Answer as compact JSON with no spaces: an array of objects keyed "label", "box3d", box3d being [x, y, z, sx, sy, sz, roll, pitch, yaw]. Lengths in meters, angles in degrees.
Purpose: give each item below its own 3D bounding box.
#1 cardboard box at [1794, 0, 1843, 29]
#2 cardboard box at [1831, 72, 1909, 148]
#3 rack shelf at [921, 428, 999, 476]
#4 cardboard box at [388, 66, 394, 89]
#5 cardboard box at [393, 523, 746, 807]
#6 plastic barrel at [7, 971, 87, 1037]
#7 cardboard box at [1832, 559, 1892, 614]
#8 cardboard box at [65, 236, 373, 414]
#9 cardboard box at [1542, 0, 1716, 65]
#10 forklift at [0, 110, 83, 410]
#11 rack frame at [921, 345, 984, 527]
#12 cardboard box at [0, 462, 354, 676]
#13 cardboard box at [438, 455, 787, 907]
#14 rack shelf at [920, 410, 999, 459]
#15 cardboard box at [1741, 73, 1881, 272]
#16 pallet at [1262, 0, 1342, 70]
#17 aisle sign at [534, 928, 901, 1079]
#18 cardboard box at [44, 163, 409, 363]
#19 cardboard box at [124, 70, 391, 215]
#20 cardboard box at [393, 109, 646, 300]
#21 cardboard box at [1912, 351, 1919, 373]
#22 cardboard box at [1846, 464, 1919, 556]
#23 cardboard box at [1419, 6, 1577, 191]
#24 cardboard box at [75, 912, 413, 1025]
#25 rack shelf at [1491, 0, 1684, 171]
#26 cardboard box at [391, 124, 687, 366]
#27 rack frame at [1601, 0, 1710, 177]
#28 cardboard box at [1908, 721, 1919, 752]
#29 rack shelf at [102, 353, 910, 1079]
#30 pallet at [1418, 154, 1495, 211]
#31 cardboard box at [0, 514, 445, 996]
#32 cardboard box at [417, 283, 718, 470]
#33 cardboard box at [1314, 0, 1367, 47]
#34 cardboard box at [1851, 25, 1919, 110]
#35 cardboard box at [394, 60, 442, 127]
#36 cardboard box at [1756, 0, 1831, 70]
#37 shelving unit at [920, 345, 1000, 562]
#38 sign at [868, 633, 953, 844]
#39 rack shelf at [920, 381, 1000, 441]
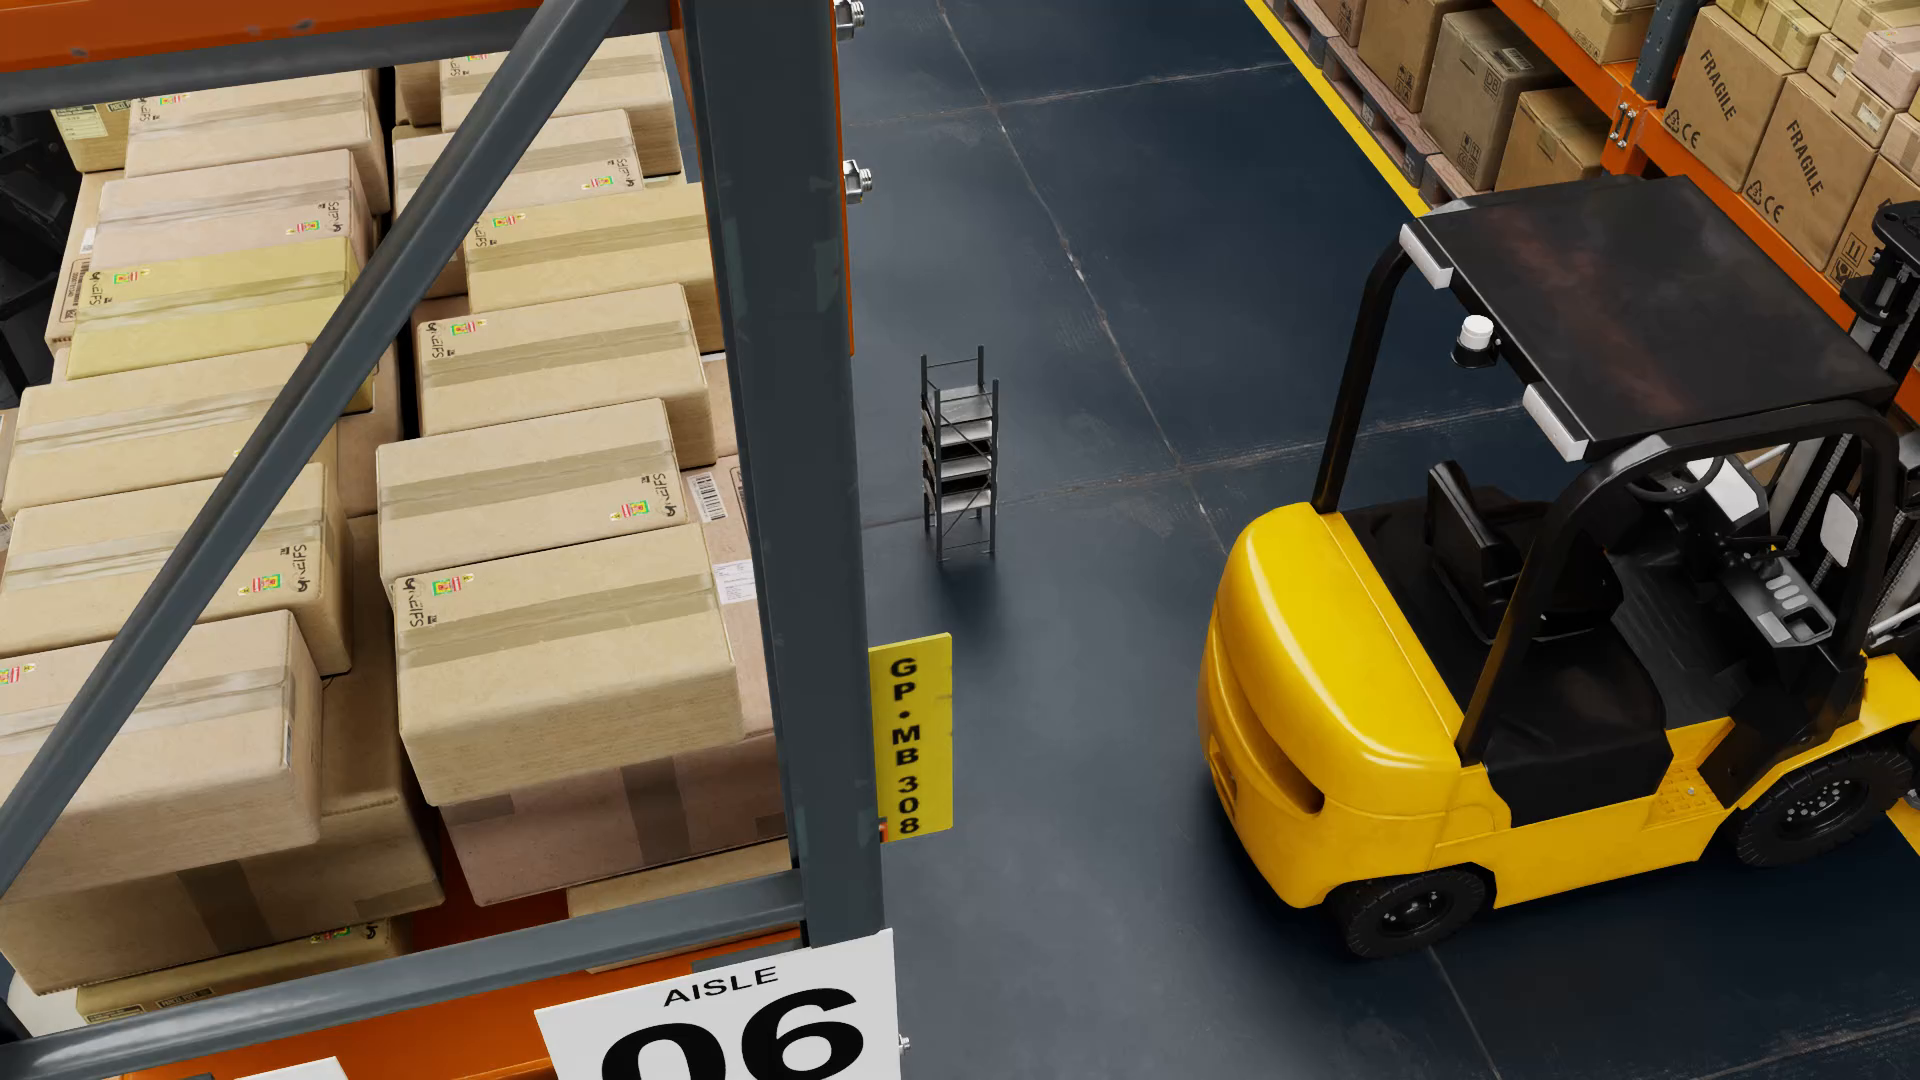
[{"label":"cardboard box","box3d":[3.158,-1.933,5.812,0.380,0.149,0.250,-10,46,-10]},{"label":"cardboard box","box3d":[3.172,-1.459,5.555,0.380,0.149,0.250,-10,46,-9]},{"label":"rack shelf","box3d":[-0.002,-0.360,6.394,0.258,0.077,0.200,-11,47,-10]},{"label":"cardboard box","box3d":[-1.501,-1.137,3.561,0.500,0.250,0.500,-10,46,-10]},{"label":"cardboard box","box3d":[-0.475,0.146,2.024,0.380,0.149,0.250,-11,47,-11]},{"label":"plastic barrel","box3d":[-2.574,1.422,5.060,0.512,0.421,0.421,19,48,17]},{"label":"cardboard box","box3d":[3.394,0.074,5.858,0.500,0.250,0.500,-11,47,-10]},{"label":"cardboard box","box3d":[-1.081,-0.294,2.455,0.380,0.149,0.250,-10,46,-10]},{"label":"cardboard box","box3d":[2.810,-2.250,6.960,0.500,0.250,0.500,-10,46,-9]},{"label":"forklift","box3d":[-4.065,-1.732,6.395,1.130,2.935,3.031,29,52,25]},{"label":"rack frame","box3d":[-0.028,-0.391,6.503,0.240,0.900,0.006,-11,47,-10]},{"label":"cardboard box","box3d":[-0.982,0.064,2.105,0.380,0.149,0.250,-10,46,-10]},{"label":"cardboard box","box3d":[-0.453,0.172,2.278,0.500,0.250,0.500,-11,47,-11]},{"label":"rack shelf","box3d":[-0.002,-0.423,6.329,0.258,0.077,0.200,-11,47,-10]},{"label":"cardboard box","box3d":[3.202,-1.327,5.880,0.500,0.500,0.500,-10,46,-10]},{"label":"pallet","box3d":[2.341,-3.212,9.750,1.003,0.211,1.213,-11,47,-10]},{"label":"aisle sign","box3d":[-0.266,0.746,2.099,0.394,0.787,0.004,-11,47,-10]},{"label":"cardboard box","box3d":[-1.238,-0.441,2.878,0.500,0.250,0.500,-10,46,-9]},{"label":"cardboard box","box3d":[-1.178,-0.649,2.803,0.380,0.149,0.250,-12,47,-11]},{"label":"cardboard box","box3d":[-0.708,-0.550,2.706,0.380,0.149,0.250,-11,47,-11]},{"label":"cardboard box","box3d":[3.441,-0.626,5.193,0.500,0.500,0.500,-10,46,-10]},{"label":"cardboard box","box3d":[3.399,-0.085,5.665,0.500,0.250,0.500,-12,47,-11]},{"label":"cardboard box","box3d":[2.856,-2.214,8.188,0.875,0.625,0.625,-11,47,-11]},{"label":"cardboard box","box3d":[-0.943,0.512,2.223,0.380,0.149,0.250,-11,47,-10]},{"label":"rack shelf","box3d":[2.680,-3.131,8.222,1.077,0.370,4.000,-11,47,-10]},{"label":"cardboard box","box3d":[-0.728,-0.530,2.965,0.500,0.250,0.500,-9,46,-9]},{"label":"rack frame","box3d":[3.192,-2.002,6.612,1.000,3.000,0.127,-11,47,-10]},{"label":"cardboard box","box3d":[3.553,0.616,5.677,0.500,0.250,0.500,-10,46,-10]},{"label":"rack shelf","box3d":[-1.093,-0.510,3.553,1.077,0.370,4.000,-11,47,-10]},{"label":"pallet","box3d":[2.966,-1.528,8.100,1.003,0.211,1.213,-11,47,-10]},{"label":"cardboard box","box3d":[-0.973,0.264,2.188,0.500,0.250,0.500,-11,47,-11]},{"label":"cardboard box","box3d":[-0.560,-0.209,2.372,0.380,0.149,0.250,-11,47,-10]},{"label":"cardboard box","box3d":[2.489,-3.197,9.152,0.875,0.625,0.625,-9,46,-9]},{"label":"cardboard box","box3d":[3.182,-1.559,5.445,0.380,0.149,0.250,-10,46,-9]},{"label":"cardboard box","box3d":[-0.835,-0.911,3.060,0.380,0.149,0.250,-10,46,-9]},{"label":"cardboard box","box3d":[3.087,-1.818,5.907,0.380,0.149,0.250,-10,46,-9]},{"label":"shelving unit","box3d":[-0.002,-0.321,6.434,0.258,0.900,0.210,-11,47,-10]},{"label":"sign","box3d":[-0.057,0.214,1.728,0.100,0.325,0.005,-11,47,-10]},{"label":"rack shelf","box3d":[-0.002,-0.486,6.265,0.258,0.077,0.200,-11,47,-10]}]
